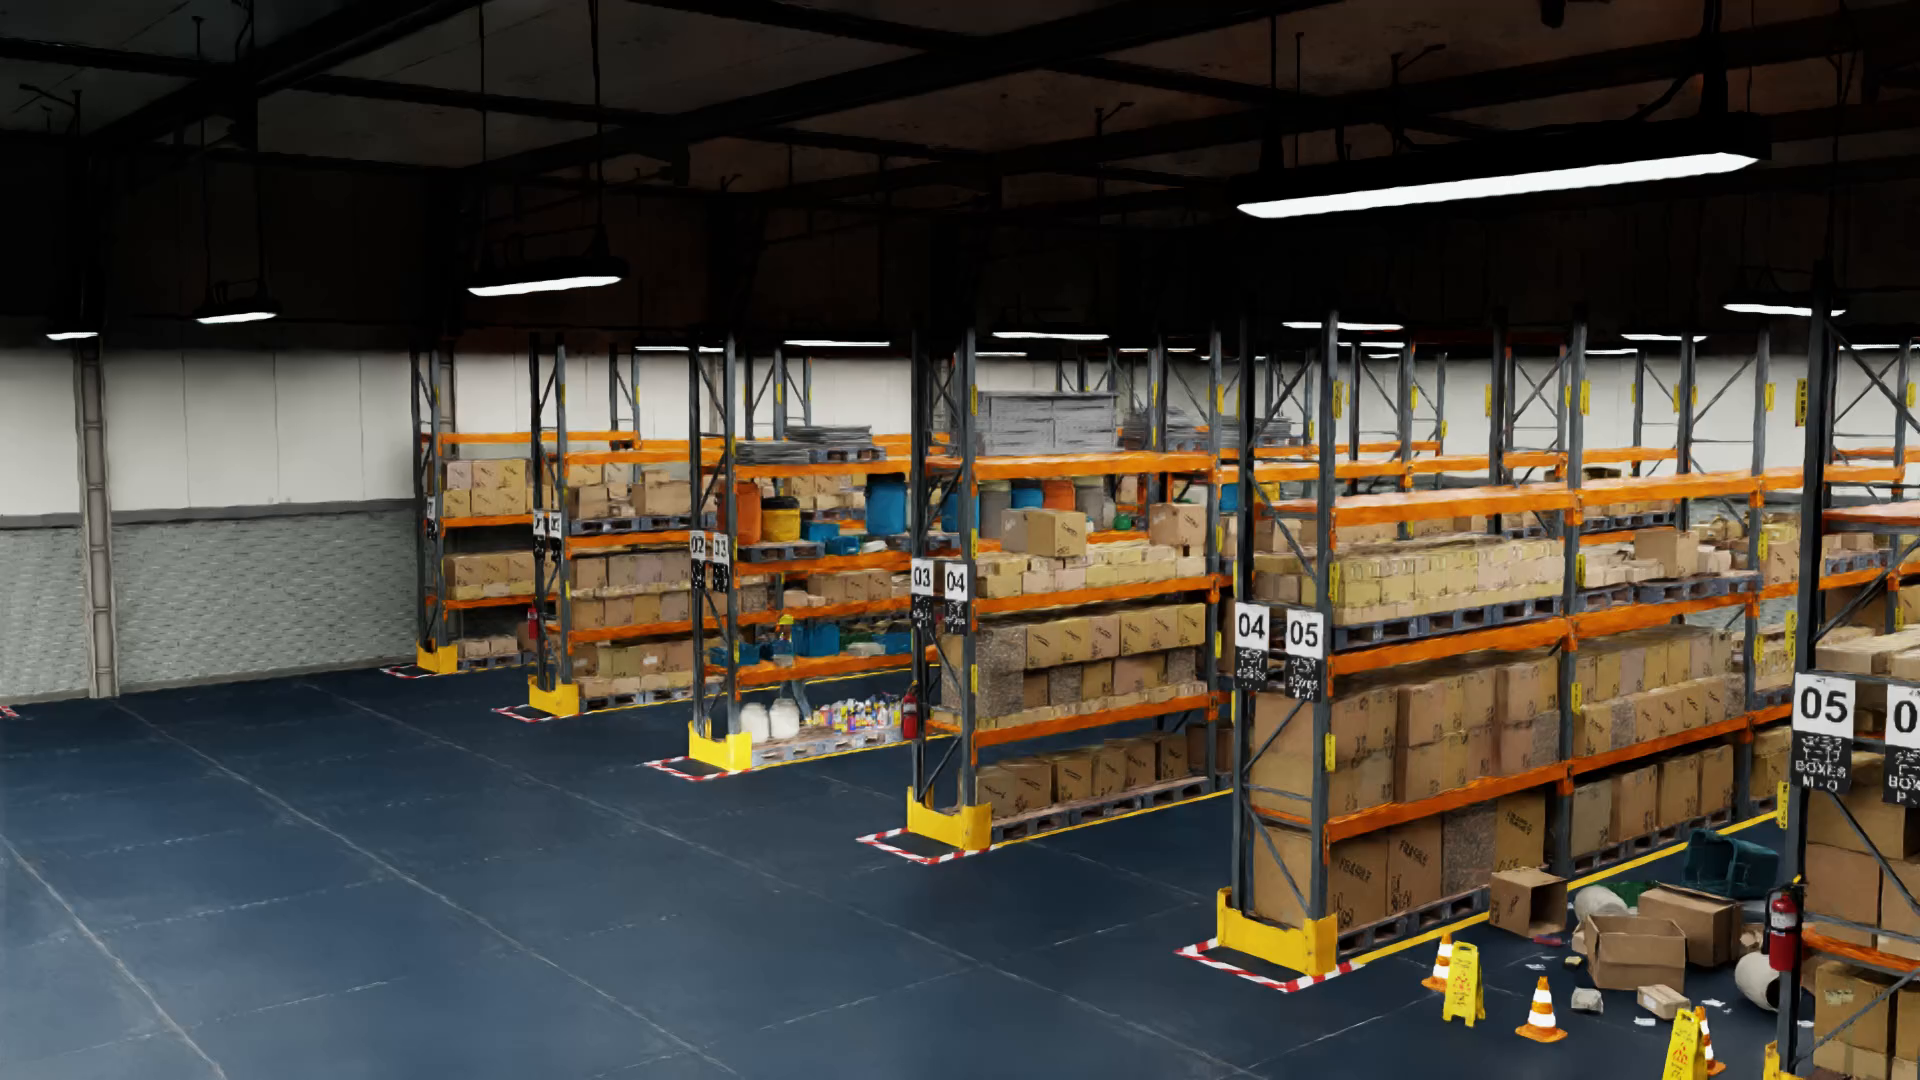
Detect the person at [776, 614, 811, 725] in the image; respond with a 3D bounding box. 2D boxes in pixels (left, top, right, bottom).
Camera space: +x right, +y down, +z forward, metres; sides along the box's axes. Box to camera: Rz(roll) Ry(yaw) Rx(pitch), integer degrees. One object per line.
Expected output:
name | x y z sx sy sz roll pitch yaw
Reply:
person | -2.545 1.976 25.347 0.578 1.713 0.719 -5 7 -41
